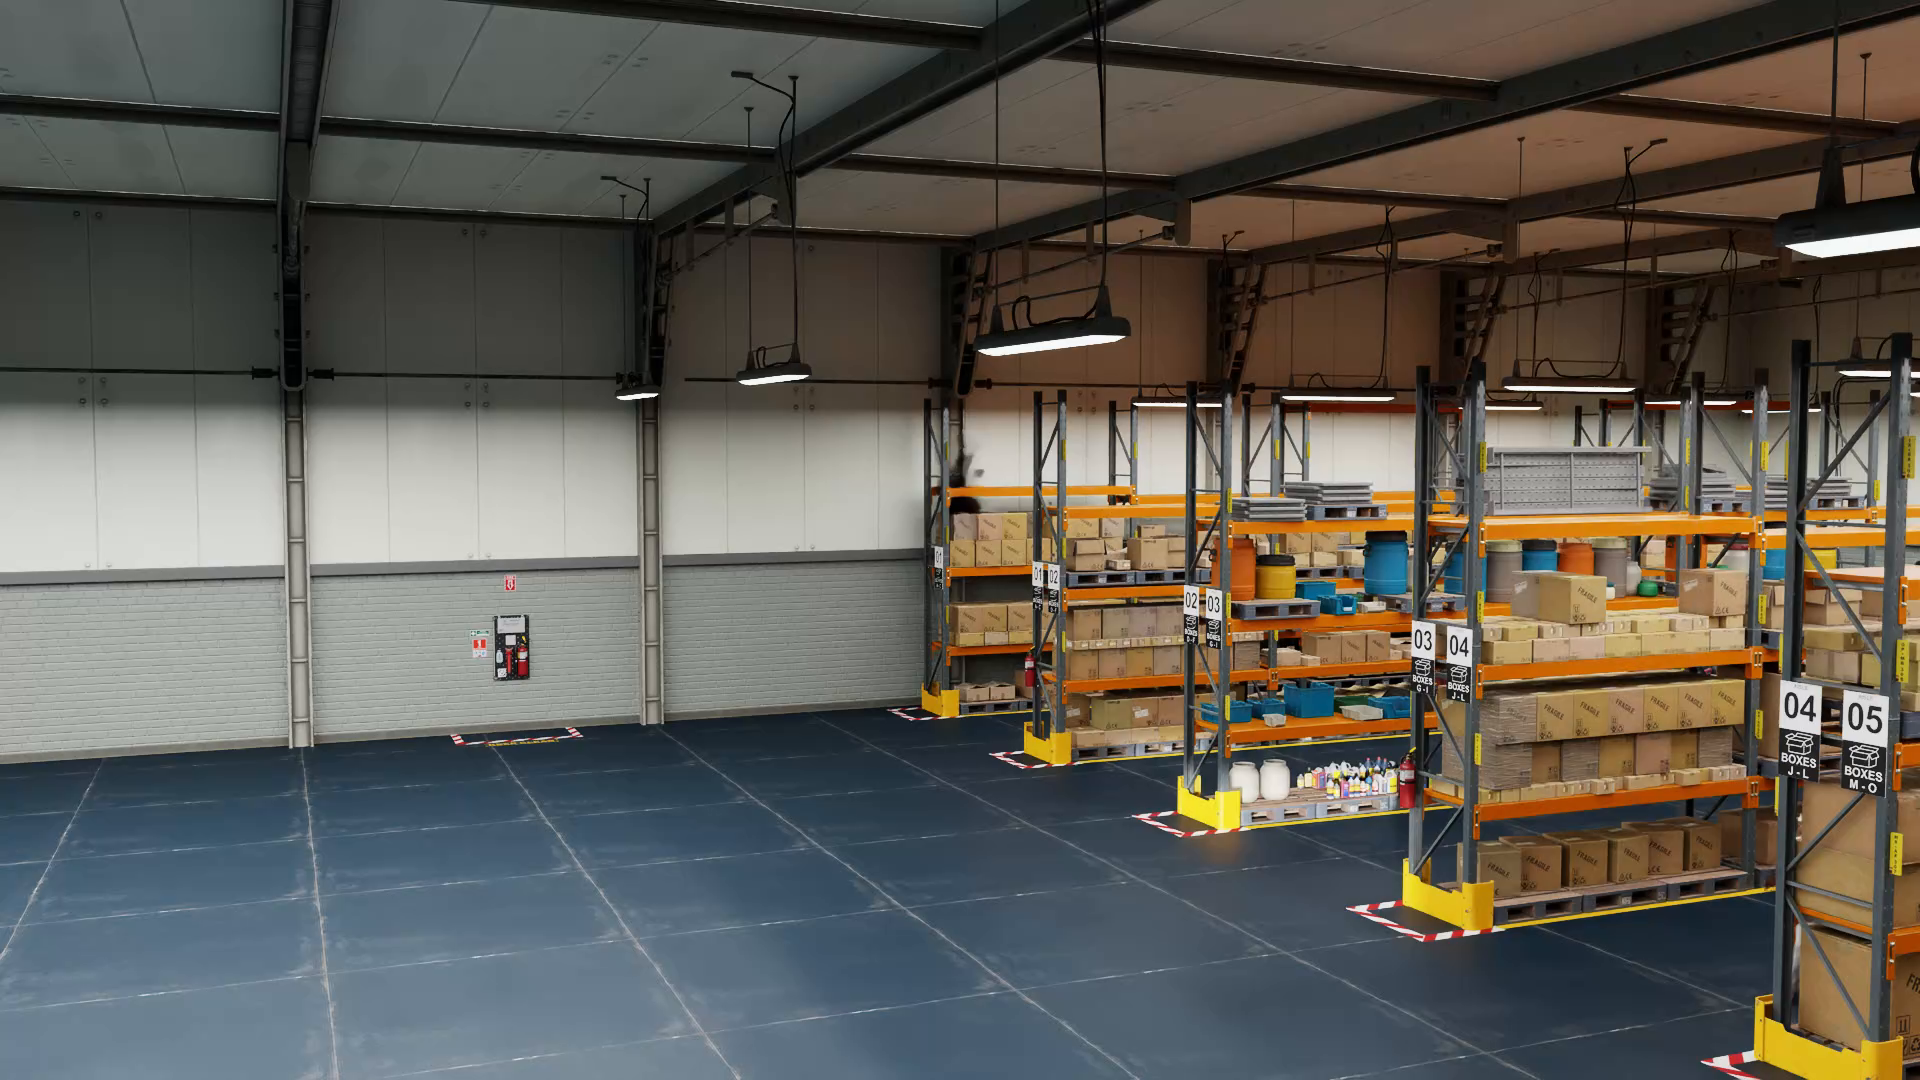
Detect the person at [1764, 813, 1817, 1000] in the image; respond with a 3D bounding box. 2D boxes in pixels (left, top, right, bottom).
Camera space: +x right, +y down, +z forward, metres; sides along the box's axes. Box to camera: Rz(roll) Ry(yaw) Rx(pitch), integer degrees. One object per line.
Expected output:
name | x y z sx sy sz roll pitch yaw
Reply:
person | 7.877 3.381 15.455 0.966 1.741 0.713 -2 4 -25
